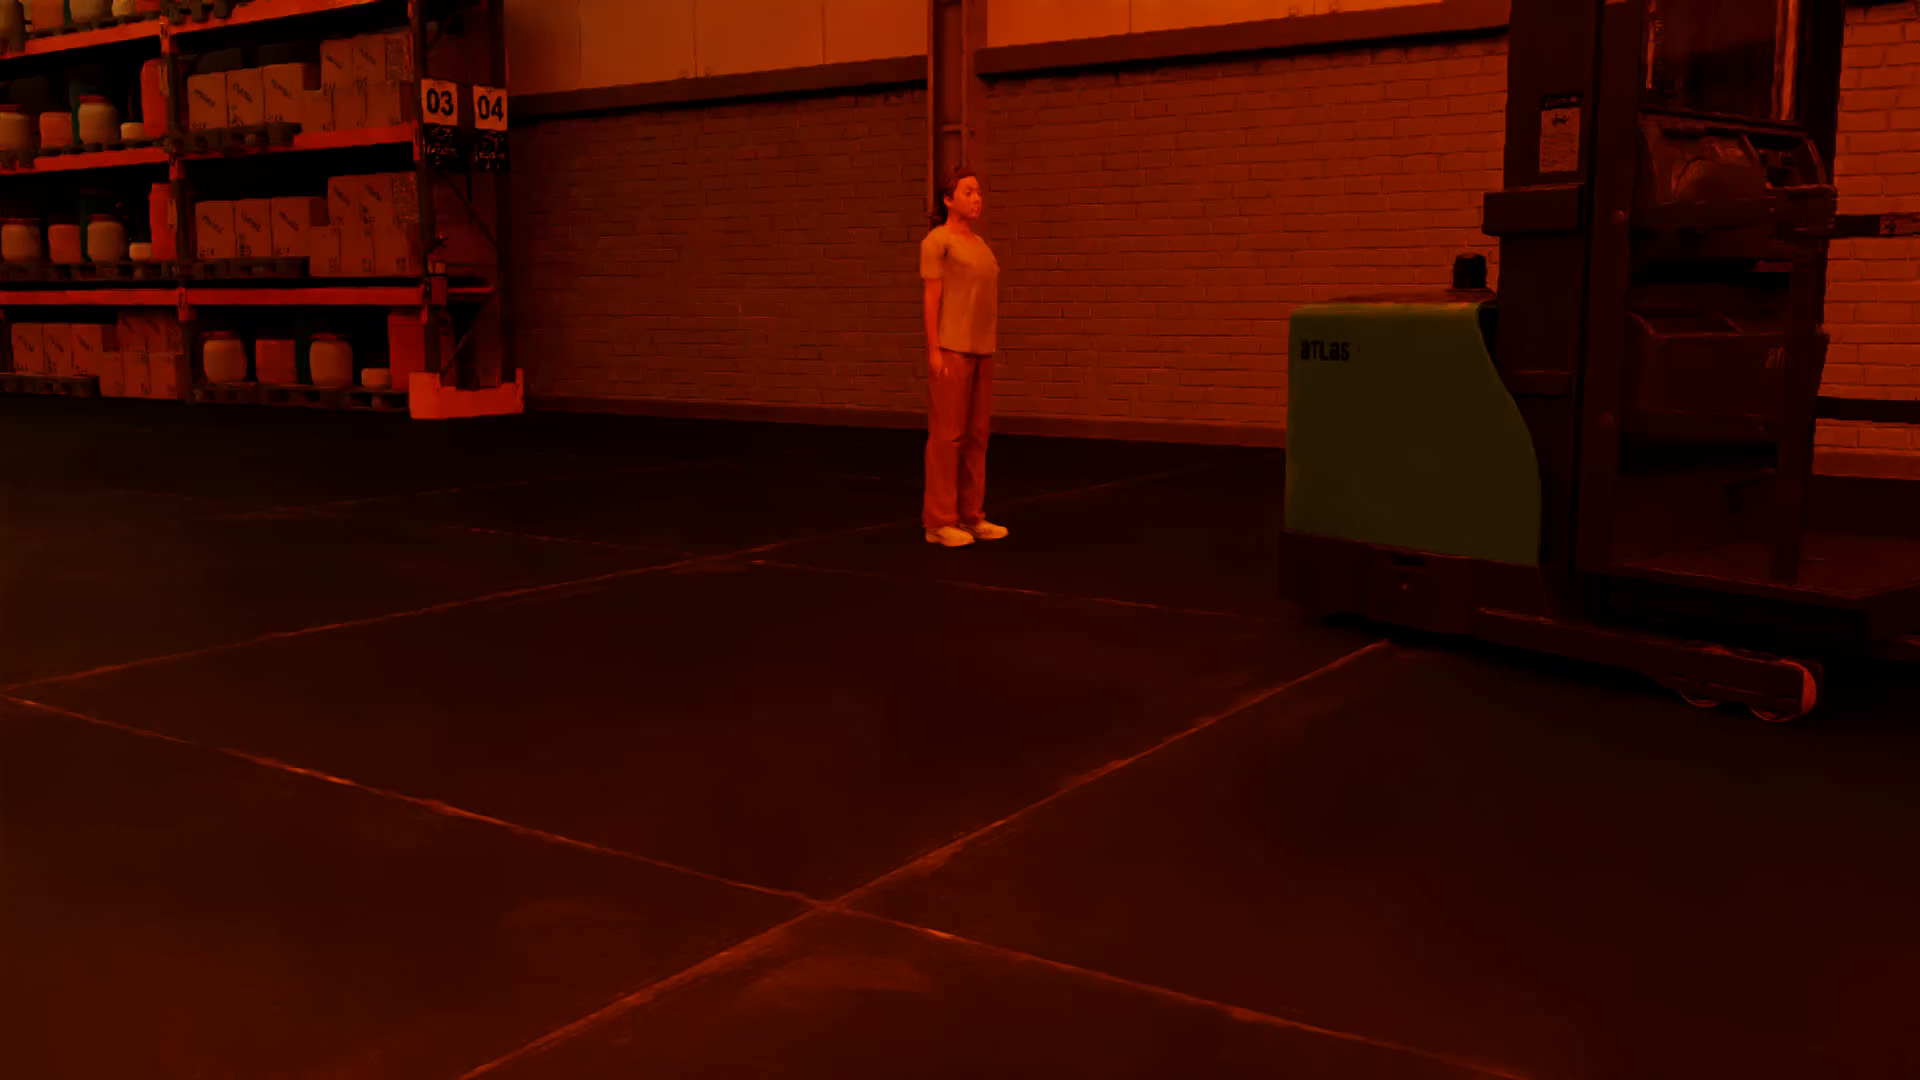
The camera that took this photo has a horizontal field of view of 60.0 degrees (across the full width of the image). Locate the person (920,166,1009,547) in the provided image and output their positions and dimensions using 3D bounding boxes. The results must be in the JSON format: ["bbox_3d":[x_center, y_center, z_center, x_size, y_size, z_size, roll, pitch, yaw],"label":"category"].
[{"bbox_3d":[0.008,-0.827,7.483,0.365,1.673,0.429,5,10,34],"label":"person"}]

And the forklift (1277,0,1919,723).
[{"bbox_3d":[2.361,-1.057,4.624,1.130,2.935,3.031,-6,10,-36],"label":"forklift"}]
